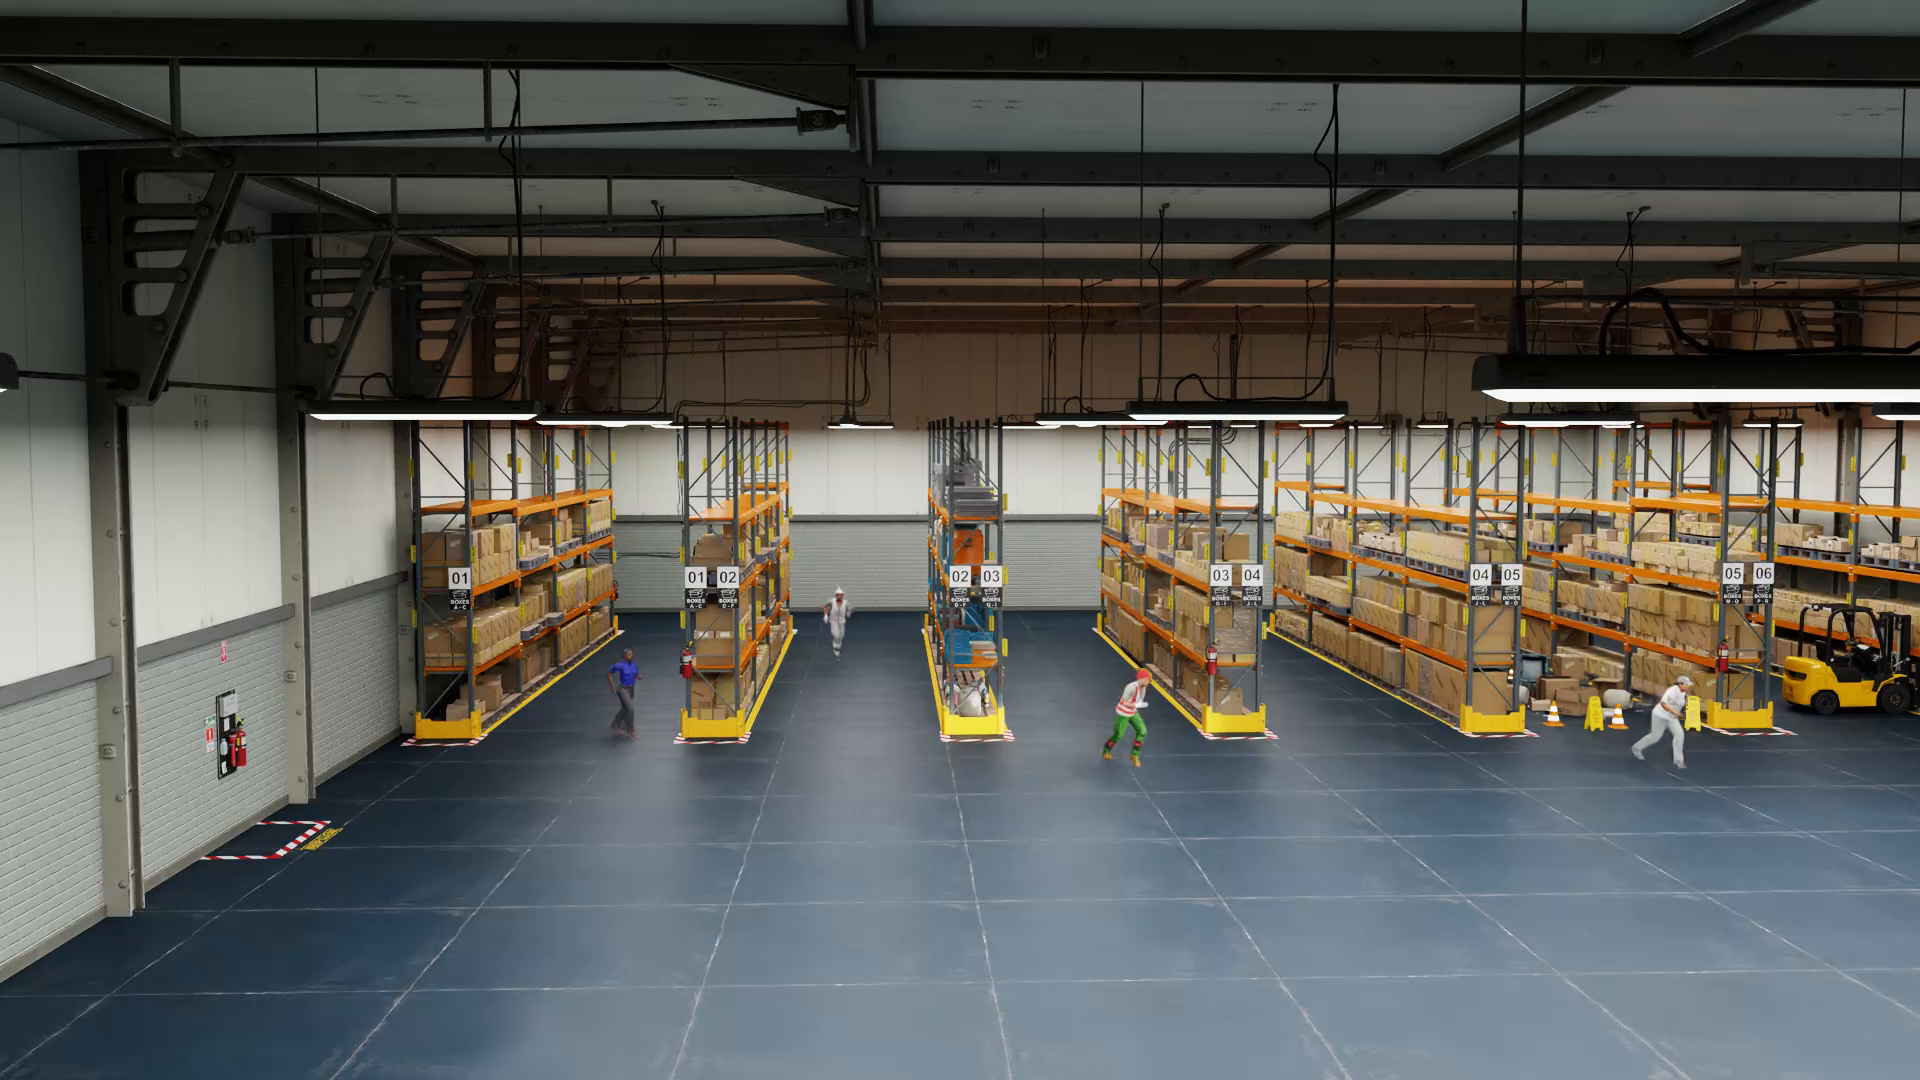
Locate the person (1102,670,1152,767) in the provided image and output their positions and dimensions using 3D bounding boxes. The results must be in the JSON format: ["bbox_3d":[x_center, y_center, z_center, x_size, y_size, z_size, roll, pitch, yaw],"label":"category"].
[{"bbox_3d":[2.874,3.049,28.561,1.013,1.712,0.707,3,5,41],"label":"person"}]

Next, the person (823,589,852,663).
[{"bbox_3d":[-2.949,2.033,40.011,0.669,1.769,0.921,-1,4,-17],"label":"person"}]

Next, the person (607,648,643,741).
[{"bbox_3d":[-6.221,2.872,30.988,0.837,1.715,0.542,2,4,30],"label":"person"}]

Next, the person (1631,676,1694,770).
[{"bbox_3d":[12.048,3.098,28.506,0.646,1.627,1.034,-4,5,-45],"label":"person"}]

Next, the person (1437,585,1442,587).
[{"bbox_3d":[14.314,1.663,49.397,0.945,1.649,0.645,1,4,18],"label":"person"}]
